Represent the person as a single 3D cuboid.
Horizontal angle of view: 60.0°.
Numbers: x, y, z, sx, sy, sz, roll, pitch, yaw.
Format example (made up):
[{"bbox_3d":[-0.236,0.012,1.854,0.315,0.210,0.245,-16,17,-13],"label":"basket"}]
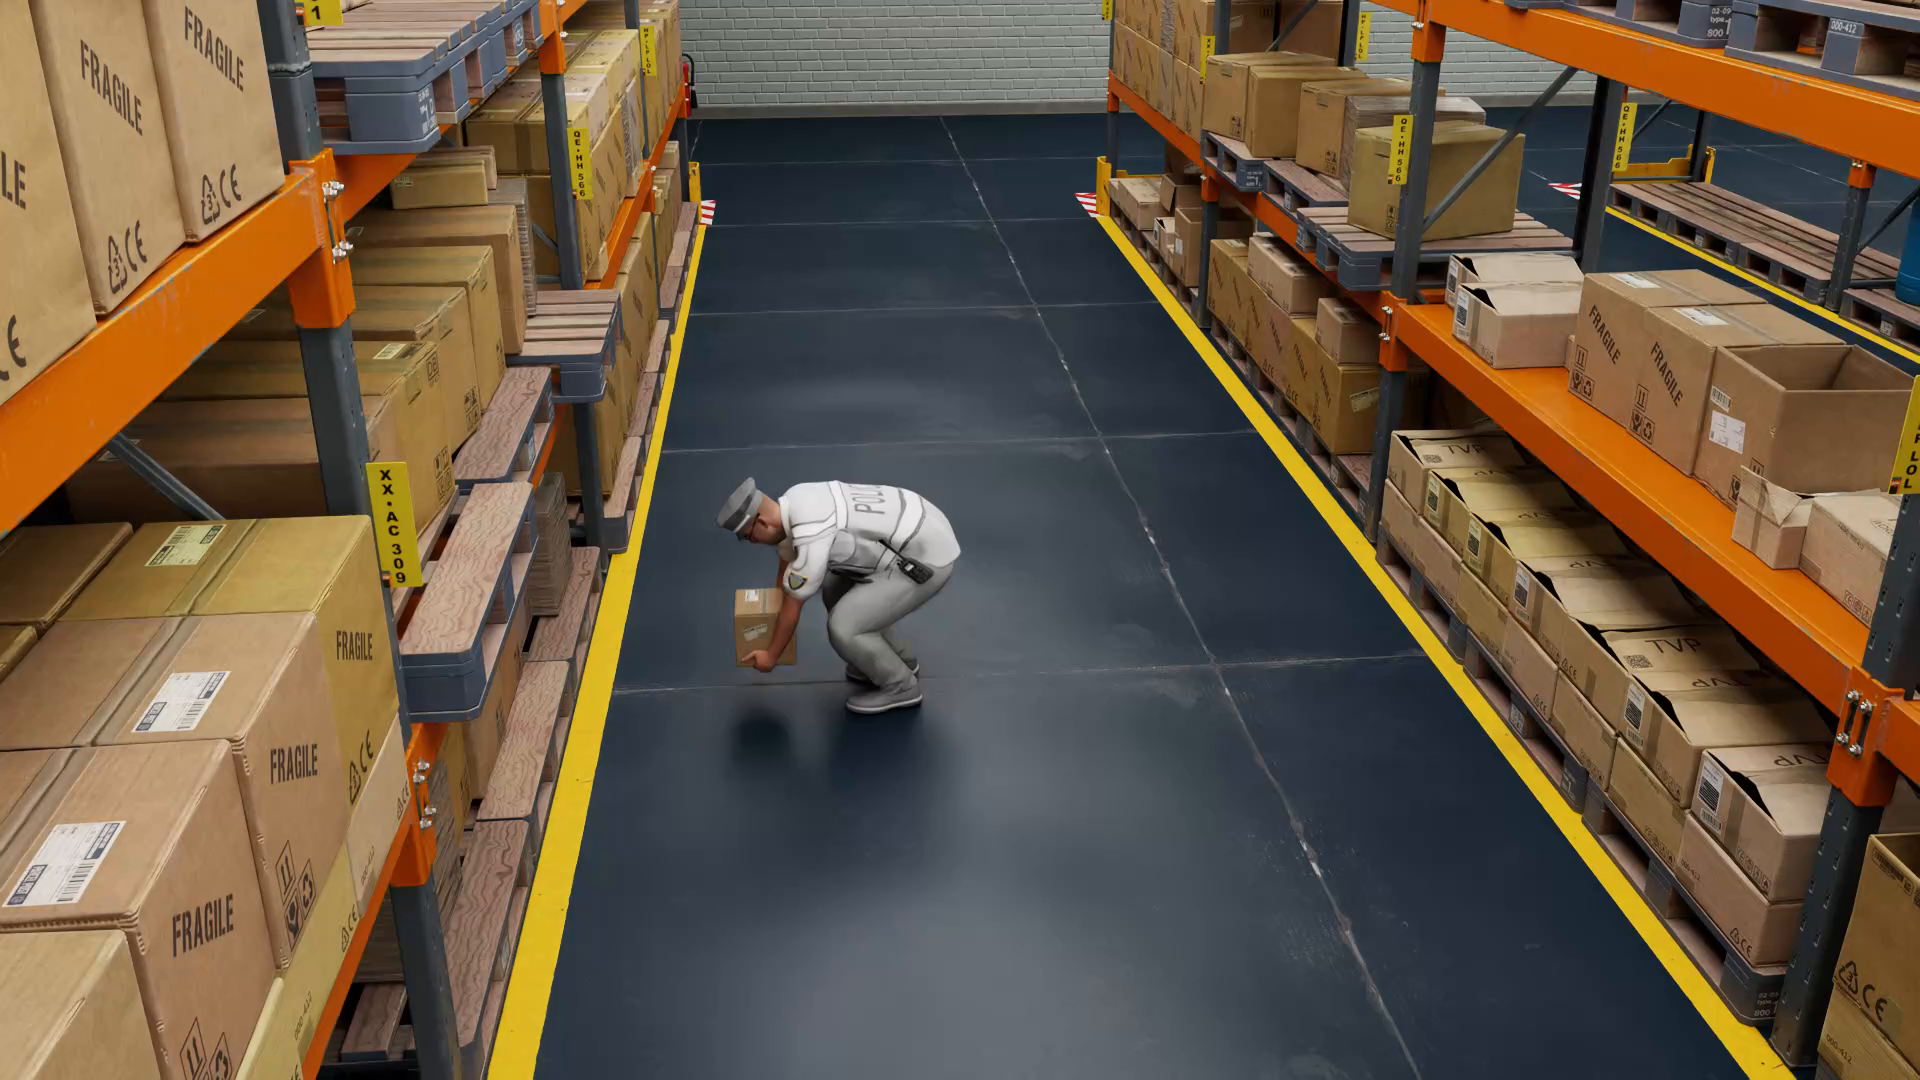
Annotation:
[{"bbox_3d":[-0.509,0.202,7.048,1.015,1.023,0.544,-3,24,-7],"label":"person"}]
